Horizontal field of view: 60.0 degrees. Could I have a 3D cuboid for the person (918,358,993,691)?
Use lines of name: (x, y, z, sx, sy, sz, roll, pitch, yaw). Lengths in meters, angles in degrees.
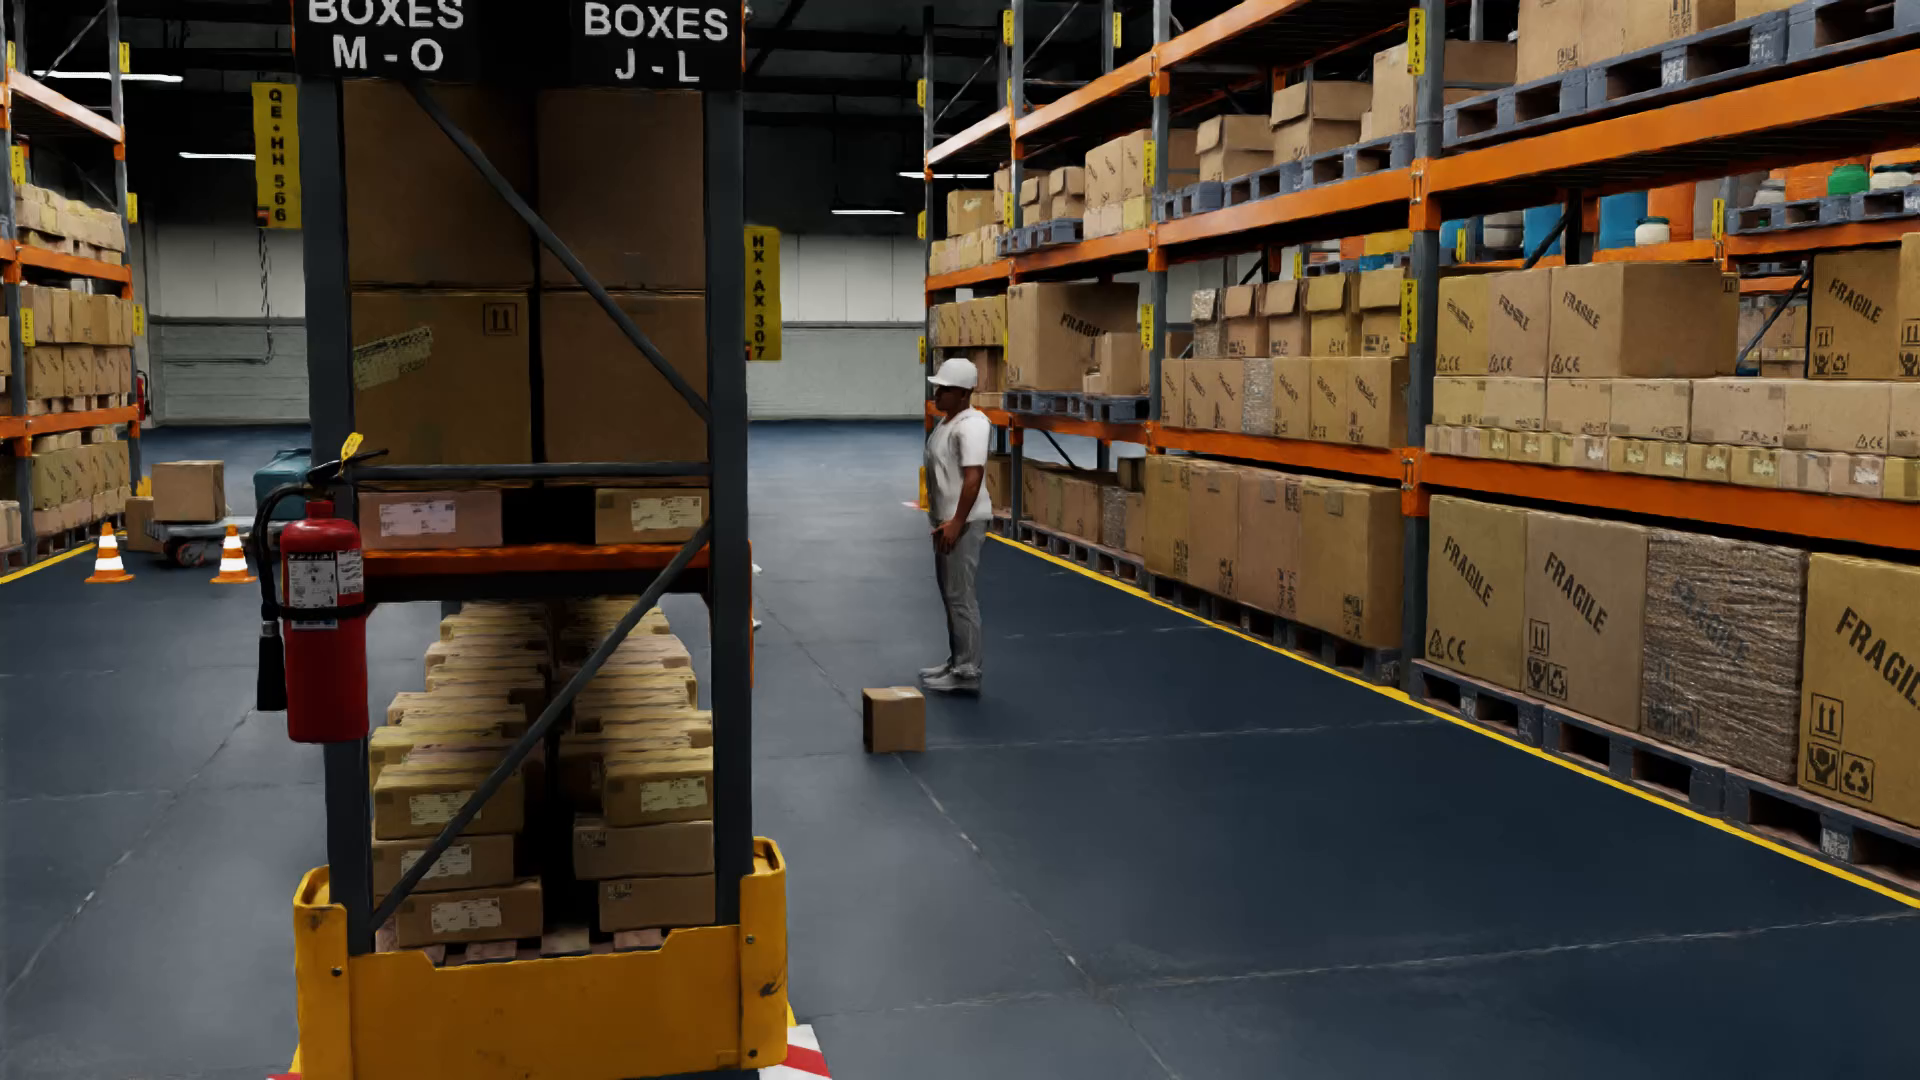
person: (-0.038, -0.087, 8.943, 0.392, 1.770, 0.609, -2, 6, -14)
